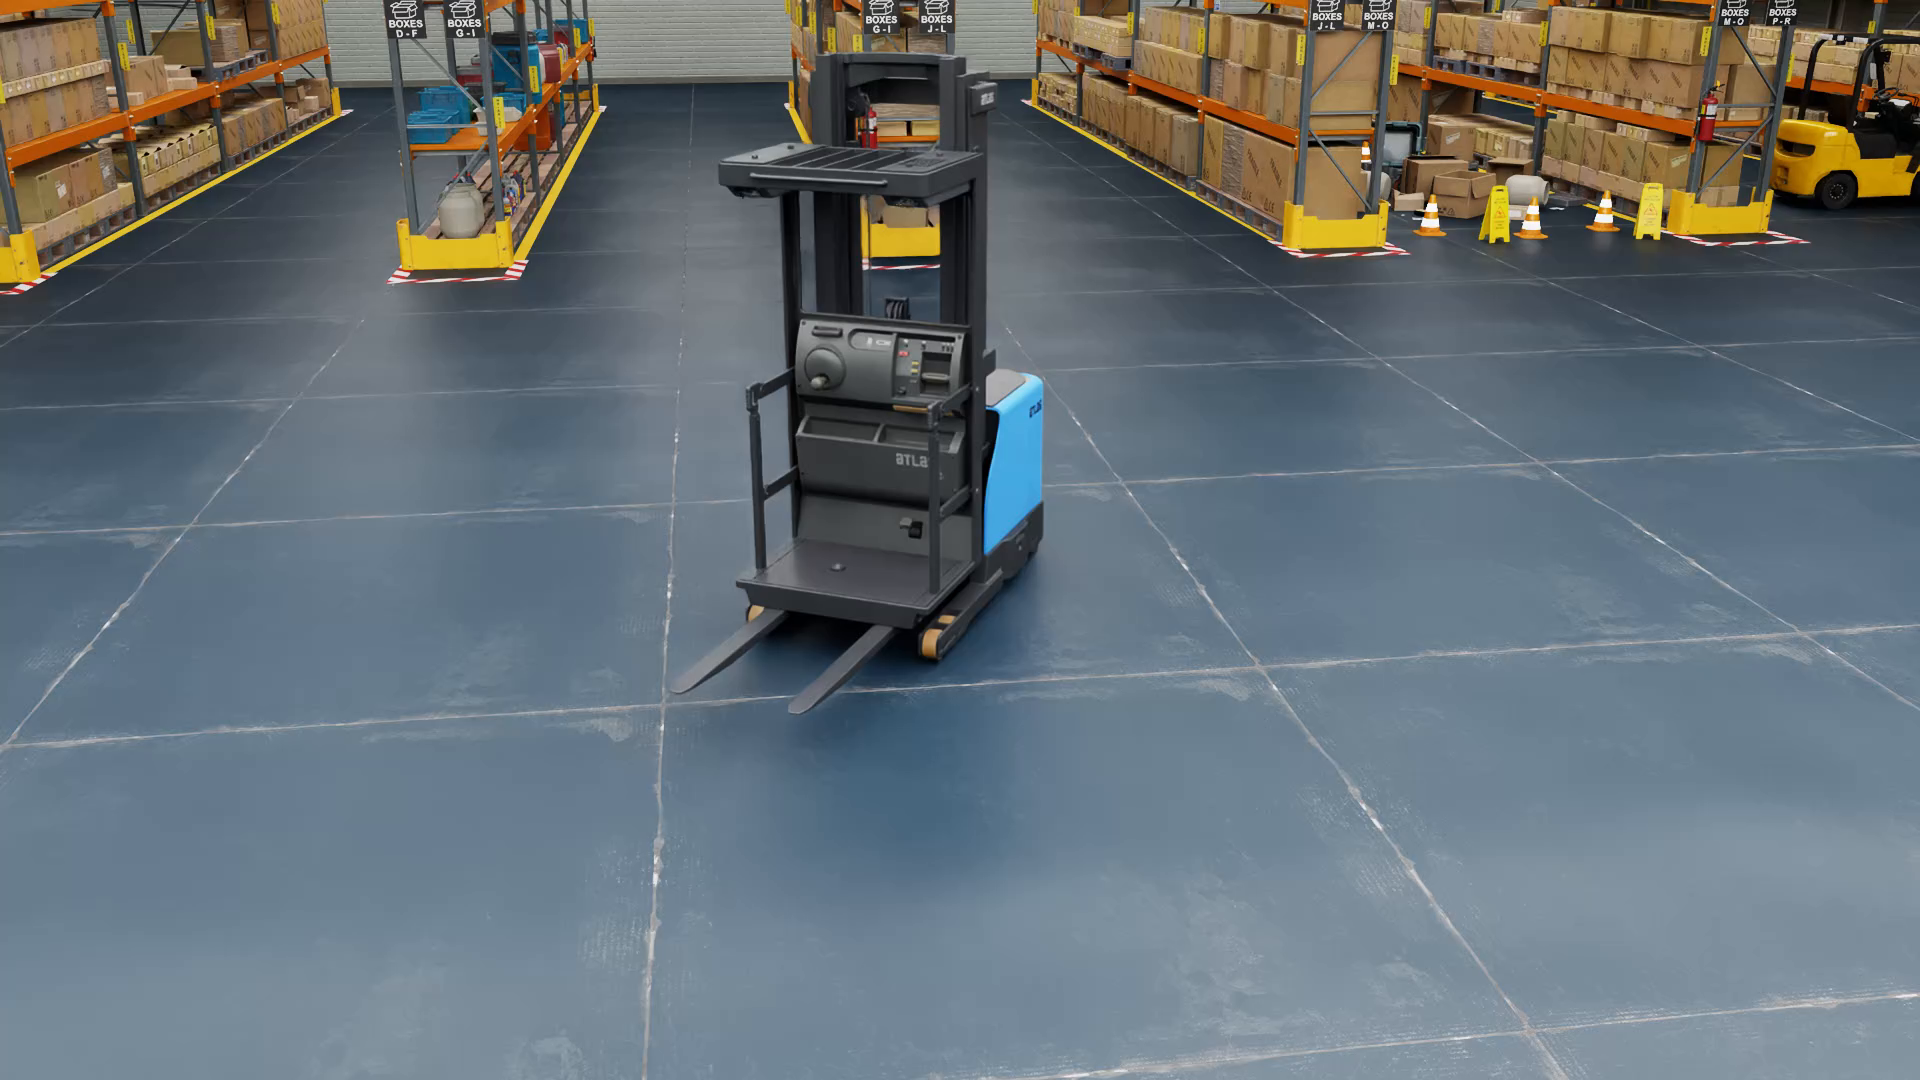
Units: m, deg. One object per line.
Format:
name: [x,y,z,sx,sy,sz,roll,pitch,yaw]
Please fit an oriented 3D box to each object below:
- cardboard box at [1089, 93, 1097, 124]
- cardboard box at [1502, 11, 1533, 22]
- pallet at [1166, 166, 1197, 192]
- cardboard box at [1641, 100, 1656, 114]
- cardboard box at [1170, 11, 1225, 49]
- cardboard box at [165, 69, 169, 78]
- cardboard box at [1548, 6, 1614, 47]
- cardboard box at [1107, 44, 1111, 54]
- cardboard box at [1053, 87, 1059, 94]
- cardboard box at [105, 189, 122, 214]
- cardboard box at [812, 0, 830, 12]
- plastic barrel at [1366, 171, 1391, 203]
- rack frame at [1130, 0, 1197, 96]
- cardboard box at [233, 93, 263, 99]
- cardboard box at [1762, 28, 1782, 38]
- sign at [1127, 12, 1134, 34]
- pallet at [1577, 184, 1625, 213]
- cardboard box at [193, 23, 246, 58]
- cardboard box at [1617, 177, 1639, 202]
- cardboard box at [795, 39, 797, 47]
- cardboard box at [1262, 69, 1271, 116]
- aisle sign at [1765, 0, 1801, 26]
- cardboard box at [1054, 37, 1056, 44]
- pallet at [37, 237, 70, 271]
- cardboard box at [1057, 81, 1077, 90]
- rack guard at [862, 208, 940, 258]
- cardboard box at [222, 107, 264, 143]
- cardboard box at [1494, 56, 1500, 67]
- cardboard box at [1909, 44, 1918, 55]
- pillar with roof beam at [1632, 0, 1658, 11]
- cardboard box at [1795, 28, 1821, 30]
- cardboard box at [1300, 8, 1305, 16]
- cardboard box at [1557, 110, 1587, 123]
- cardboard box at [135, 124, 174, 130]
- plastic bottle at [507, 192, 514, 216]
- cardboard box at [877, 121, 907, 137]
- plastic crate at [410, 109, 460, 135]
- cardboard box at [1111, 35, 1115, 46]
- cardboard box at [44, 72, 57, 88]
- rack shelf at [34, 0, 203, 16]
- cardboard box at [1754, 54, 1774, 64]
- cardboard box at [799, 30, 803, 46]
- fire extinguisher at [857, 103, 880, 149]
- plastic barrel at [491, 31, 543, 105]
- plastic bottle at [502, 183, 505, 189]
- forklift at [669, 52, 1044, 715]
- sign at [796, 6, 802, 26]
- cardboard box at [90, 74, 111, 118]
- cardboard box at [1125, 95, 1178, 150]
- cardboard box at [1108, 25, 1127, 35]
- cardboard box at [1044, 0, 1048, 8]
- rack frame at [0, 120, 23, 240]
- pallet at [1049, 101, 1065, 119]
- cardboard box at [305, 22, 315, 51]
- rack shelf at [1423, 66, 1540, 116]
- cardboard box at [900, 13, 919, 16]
cardboard box: [2.558,-7.592,29.227,0.500,0.500,0.500,-2,21,-5]
cardboard box: [8.208,-7.700,24.450,0.380,0.149,0.250,-4,21,-10]
pallet: [3.603,-5.205,23.851,1.003,0.211,1.213,-3,21,-8]
cardboard box: [8.755,-5.409,20.769,0.380,0.149,0.250,-3,21,-7]
cardboard box: [3.492,-7.463,24.339,0.700,0.500,0.500,-3,21,-8]
cardboard box: [-11.576,-6.559,23.616,0.500,0.311,0.500,-3,21,-8]
cardboard box: [8.522,-7.024,22.739,0.700,0.500,0.500,-3,21,-8]
cardboard box: [2.615,-8.035,27.201,0.380,0.149,0.250,-3,21,-7]
cardboard box: [2.049,-8.850,32.673,0.380,0.149,0.250,-4,21,-10]
cardboard box: [-10.592,-4.120,20.290,0.500,0.250,0.500,-3,21,-8]
cardboard box: [-2.099,-8.861,28.076,0.797,0.503,0.637,-3,21,-7]
plastic barrel: [5.471,-4.726,22.265,0.512,0.421,0.421,12,24,30]
rack frame: [3.212,-7.633,26.366,1.000,3.000,0.127,-3,21,-8]
cardboard box: [-12.453,-7.523,29.014,0.500,0.500,0.500,-3,21,-8]
cardboard box: [12.980,-8.040,26.384,0.380,0.149,0.250,-3,21,-7]
sign: [2.677,-8.108,26.096,0.100,0.325,0.005,-3,21,-8]
pallet: [8.984,-4.573,22.157,1.003,0.211,1.213,-3,21,-8]
cardboard box: [-11.775,-7.940,26.444,0.700,0.500,0.500,-8,22,-21]
cardboard box: [8.800,-4.503,21.314,0.500,0.250,0.500,-3,21,-8]
cardboard box: [-2.916,-9.398,31.451,0.380,0.149,0.250,-3,21,-9]
cardboard box: [4.210,-5.449,20.305,0.875,0.550,0.550,-3,21,-8]
aisle sign: [9.565,-6.360,19.242,0.394,0.787,0.004,-3,21,-8]
cardboard box: [2.040,-9.710,32.286,0.380,0.149,0.250,-3,21,-9]
pallet: [-10.512,-3.106,18.231,1.003,0.211,1.213,-3,21,-8]
cardboard box: [2.066,-8.716,31.889,0.380,0.149,0.250,-4,21,-10]
rack guard: [-0.568,-3.504,18.882,1.175,0.500,0.348,-3,21,-8]
cardboard box: [-11.525,-6.662,26.710,0.500,0.500,0.500,-4,21,-10]
cardboard box: [8.193,-7.130,24.778,0.380,0.149,0.250,-3,21,-8]
cardboard box: [13.474,-6.833,23.155,0.380,0.149,0.250,-3,21,-8]
pillar with roof beam: [8.962,-12.434,30.646,9.100,9.000,0.400,-3,21,-8]
cardboard box: [13.445,-8.064,26.450,0.380,0.149,0.250,-3,21,-8]
cardboard box: [6.966,-10.493,32.452,0.500,0.500,0.500,-3,21,-8]
cardboard box: [8.449,-5.833,22.876,0.380,0.149,0.250,-3,21,-7]
cardboard box: [-11.729,-5.895,24.240,0.500,0.311,0.500,-2,21,-6]
plastic bottle: [-5.426,-4.055,20.039,0.061,0.283,0.133,-3,21,-7]
cardboard box: [-0.802,-4.619,18.654,0.380,0.149,0.250,-3,21,-8]
plastic crate: [-5.915,-4.712,18.758,0.499,0.251,0.408,-3,21,-8]
cardboard box: [2.651,-8.092,26.928,0.380,0.149,0.250,-2,21,-6]
cardboard box: [-10.425,-5.180,18.727,0.380,0.149,0.250,-3,21,-7]
rack shelf: [-11.225,-7.295,22.203,1.077,0.370,4.000,-3,21,-8]
cardboard box: [12.978,-7.581,26.441,0.500,0.250,0.500,-4,21,-10]
cardboard box: [-2.610,-9.012,29.846,0.500,0.250,0.500,-3,21,-9]
fire extinguisher: [-0.997,-4.549,18.219,0.296,0.674,0.183,-3,21,-8]
plastic barrel: [-5.791,-6.167,21.725,0.600,0.901,0.708,-3,21,-8]
plastic bottle: [-5.680,-4.316,20.739,0.061,0.283,0.133,-3,21,-8]
forklift: [-0.497,-0.916,8.480,1.130,2.935,3.031,8,22,19]
sign: [-2.836,-9.217,29.257,0.100,0.325,0.005,-3,21,-8]
cardboard box: [-10.867,-5.428,20.320,0.700,0.500,0.500,-3,21,-9]
cardboard box: [3.211,-6.561,26.110,1.050,0.750,0.750,-3,21,-8]
cardboard box: [2.616,-8.315,27.101,0.380,0.149,0.250,-2,21,-6]
cardboard box: [1.940,-10.714,32.619,0.500,0.500,0.500,-2,21,-6]
rack frame: [-10.360,-4.150,17.040,1.000,3.000,0.127,-3,21,-8]
pallet: [2.325,-8.366,32.314,1.003,0.211,1.213,-3,21,-8]
cardboard box: [-12.188,-9.243,30.532,0.500,0.500,0.500,-3,21,-7]
rack shelf: [8.385,-6.888,25.400,1.077,0.370,4.000,-3,21,-8]
cardboard box: [-0.723,-6.373,20.994,0.500,0.500,0.500,-3,21,-8]
